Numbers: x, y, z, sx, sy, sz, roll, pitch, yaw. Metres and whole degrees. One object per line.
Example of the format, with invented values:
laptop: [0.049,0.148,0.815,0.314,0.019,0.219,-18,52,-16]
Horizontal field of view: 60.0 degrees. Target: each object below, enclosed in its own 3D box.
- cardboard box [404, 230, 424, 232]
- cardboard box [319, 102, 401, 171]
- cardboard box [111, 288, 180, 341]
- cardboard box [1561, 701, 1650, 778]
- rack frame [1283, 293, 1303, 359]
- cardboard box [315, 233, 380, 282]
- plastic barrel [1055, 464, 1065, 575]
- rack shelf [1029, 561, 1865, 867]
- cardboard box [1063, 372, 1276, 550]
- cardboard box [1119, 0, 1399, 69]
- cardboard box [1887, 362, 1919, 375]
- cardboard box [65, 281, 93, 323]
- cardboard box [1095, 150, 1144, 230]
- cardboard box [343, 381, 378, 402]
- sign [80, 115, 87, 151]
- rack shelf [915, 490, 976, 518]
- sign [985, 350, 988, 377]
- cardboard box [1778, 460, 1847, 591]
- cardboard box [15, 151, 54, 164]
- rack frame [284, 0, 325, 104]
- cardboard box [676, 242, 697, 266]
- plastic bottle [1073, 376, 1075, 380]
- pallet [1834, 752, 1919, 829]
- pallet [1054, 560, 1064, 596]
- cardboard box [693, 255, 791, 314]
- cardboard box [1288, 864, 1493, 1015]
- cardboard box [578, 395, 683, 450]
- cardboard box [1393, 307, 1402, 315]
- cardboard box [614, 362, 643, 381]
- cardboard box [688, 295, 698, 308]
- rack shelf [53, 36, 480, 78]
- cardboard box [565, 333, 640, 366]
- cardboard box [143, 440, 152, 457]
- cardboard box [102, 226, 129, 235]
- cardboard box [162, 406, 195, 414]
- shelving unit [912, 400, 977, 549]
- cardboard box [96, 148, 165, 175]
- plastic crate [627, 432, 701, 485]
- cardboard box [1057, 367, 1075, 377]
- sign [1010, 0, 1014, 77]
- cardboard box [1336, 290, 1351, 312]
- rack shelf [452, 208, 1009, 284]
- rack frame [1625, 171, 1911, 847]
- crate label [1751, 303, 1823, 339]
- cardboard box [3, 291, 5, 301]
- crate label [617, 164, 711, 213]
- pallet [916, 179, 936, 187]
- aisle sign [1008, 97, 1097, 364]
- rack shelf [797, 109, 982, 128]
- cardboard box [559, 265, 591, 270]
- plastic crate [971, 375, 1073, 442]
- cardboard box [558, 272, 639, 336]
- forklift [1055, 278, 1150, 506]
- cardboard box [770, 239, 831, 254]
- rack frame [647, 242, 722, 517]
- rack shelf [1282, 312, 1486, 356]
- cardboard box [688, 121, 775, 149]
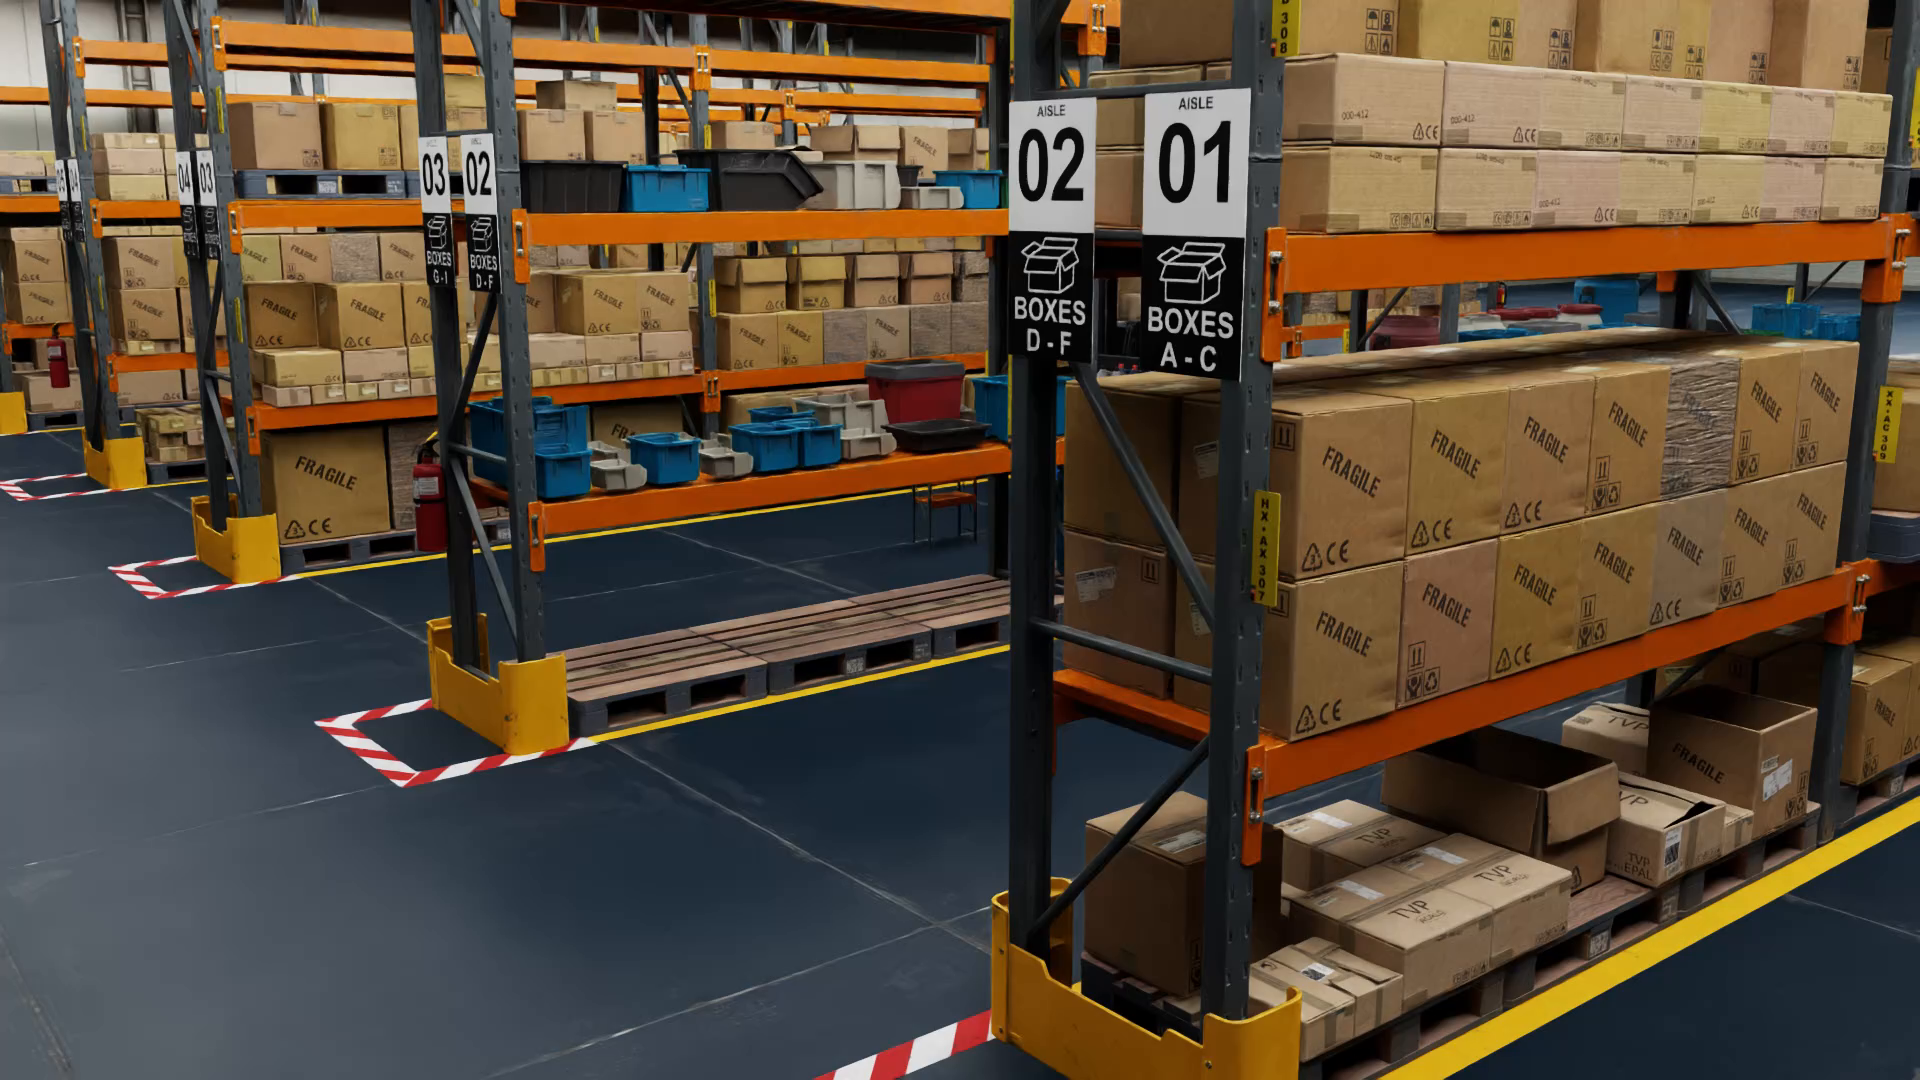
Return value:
cardboard box: [-6.062,-3.250,18.848,0.500,0.500,0.500,-9,15,-36]
cardboard box: [-4.774,-3.149,13.022,0.500,0.500,0.700,-10,16,-40]
cardboard box: [-8.158,-2.274,16.660,0.500,0.500,0.500,-9,15,-35]
cardboard box: [3.185,0.959,7.805,0.500,0.311,0.500,-9,15,-38]
rack frame: [3.709,-2.806,20.121,0.127,3.000,1.000,-9,15,-38]
cardboard box: [-6.565,-3.032,17.822,0.500,0.500,0.500,-9,15,-36]
plastic barrel: [0.992,-0.211,11.943,0.708,0.901,0.600,-9,15,-38]
rack shelf: [2.086,0.451,6.516,4.000,0.370,1.077,-9,15,-38]
cardboard box: [0.700,-0.282,5.587,0.500,0.500,0.500,-10,15,-38]
cardboard box: [0.915,-1.716,5.119,0.500,0.500,0.700,-9,15,-38]
cardboard box: [4.989,-0.654,8.736,0.700,0.500,0.500,9,15,36]
cardboard box: [-10.921,-2.991,20.751,0.500,0.500,0.500,-10,15,-38]
cardboard box: [0.761,-1.145,5.438,0.500,0.250,0.500,-9,15,-38]
cardboard box: [-4.779,-1.185,13.093,0.250,0.149,0.380,-10,16,-39]
sign: [-8.342,-3.873,15.821,0.005,0.325,0.100,-9,15,-38]
rack shelf: [-0.129,-0.305,13.958,0.480,0.148,0.258,-9,15,-38]
sign: [0.214,-1.189,11.841,0.005,0.325,0.100,-9,15,-38]
cardboard box: [3.418,-0.103,7.151,0.500,0.500,0.500,-9,15,-37]
cardboard box: [-13.660,-5.592,24.461,0.500,0.250,0.500,-10,15,-39]
rack frame: [-8.729,-6.310,22.179,0.127,3.000,1.000,-9,15,-38]
cardboard box: [-4.296,-4.454,25.913,0.500,0.500,0.500,-9,15,-37]
plastic bottle: [0.814,-1.048,12.125,0.133,0.283,0.061,-9,15,-38]
pallet: [4.259,1.092,8.479,1.213,0.211,1.003,-9,15,-38]
pallet: [1.185,0.306,12.178,1.213,0.211,1.003,-9,15,-38]
cardboard box: [-2.044,-2.392,15.514,0.637,0.503,0.797,-10,16,-39]
cardboard box: [1.516,1.399,5.880,0.500,0.250,0.500,-9,15,-38]
cardboard box: [-3.103,-0.861,15.067,0.875,0.875,0.875,-9,15,-38]
cardboard box: [5.394,-2.899,21.163,0.250,0.149,0.380,-9,15,-38]
cardboard box: [-2.973,-1.485,14.507,0.250,0.149,0.380,-10,15,-39]
cardboard box: [-3.334,-2.916,20.234,0.250,0.149,0.380,-10,16,-40]
rack shelf: [-7.119,-4.907,17.312,4.000,0.370,1.077,-9,15,-38]
cardboard box: [-3.121,-1.672,14.428,0.500,0.250,0.500,-9,15,-36]
cardboard box: [-8.400,-0.979,17.372,0.250,0.149,0.380,-9,15,-37]
cardboard box: [-10.601,-3.853,20.842,0.250,0.149,0.380,-9,15,-37]
cardboard box: [-8.194,-1.301,17.456,0.250,0.149,0.380,-9,15,-37]
shelving unit: [-0.129,-0.565,13.903,0.503,1.200,0.258,-9,15,-38]
cardboard box: [-8.168,-3.721,16.366,0.500,0.250,0.500,-9,15,-37]
plastic crate: [-1.655,-0.457,9.317,0.300,0.233,0.416,-9,15,-38]
cardboard box: [1.090,-1.738,18.245,0.500,0.250,0.500,-9,15,-35]
sign: [0.193,-1.634,5.251,0.005,0.325,0.100,-9,15,-38]
cardboard box: [4.511,-3.108,20.586,0.500,0.500,0.875,-9,15,-38]
rack shelf: [-1.006,-1.820,9.990,4.000,0.370,1.077,-9,15,-38]
rack frame: [3.648,-0.161,7.663,0.127,3.000,1.000,-9,15,-38]
crate label: [8.658,-2.256,17.447,0.616,0.435,0.502,-9,15,-38]
cardboard box: [-14.175,-3.616,24.542,0.250,0.149,0.380,-10,15,-38]
crate label: [-1.645,-1.907,9.025,0.502,0.251,0.408,-9,15,-38]
pallet: [-0.756,-3.424,16.265,1.213,0.211,1.003,-9,15,-35]
aisle sign: [0.280,-0.954,5.141,0.004,0.787,0.394,-9,15,-38]
rack shelf: [-0.920,-7.254,28.364,4.000,0.370,1.077,-9,15,-38]
cardboard box: [-5.825,-3.961,24.720,0.500,0.250,0.500,-10,15,-38]
plastic crate: [0.405,-0.870,10.899,0.575,0.384,0.392,-9,15,-38]
cardboard box: [-3.124,-2.039,14.351,0.500,0.500,0.500,-9,15,-37]
forklift: [1.944,-1.903,16.035,1.130,2.935,3.031,10,16,40]
cardboard box: [-2.077,-3.699,21.679,0.500,0.500,0.700,-10,15,-38]
rack frame: [-2.538,-1.768,15.232,0.127,3.000,1.000,-9,15,-38]
rack shelf: [5.271,-2.713,21.418,4.000,0.370,1.077,-9,15,-38]
cardboard box: [-2.091,-3.566,15.229,0.500,0.500,0.700,-9,15,-36]
